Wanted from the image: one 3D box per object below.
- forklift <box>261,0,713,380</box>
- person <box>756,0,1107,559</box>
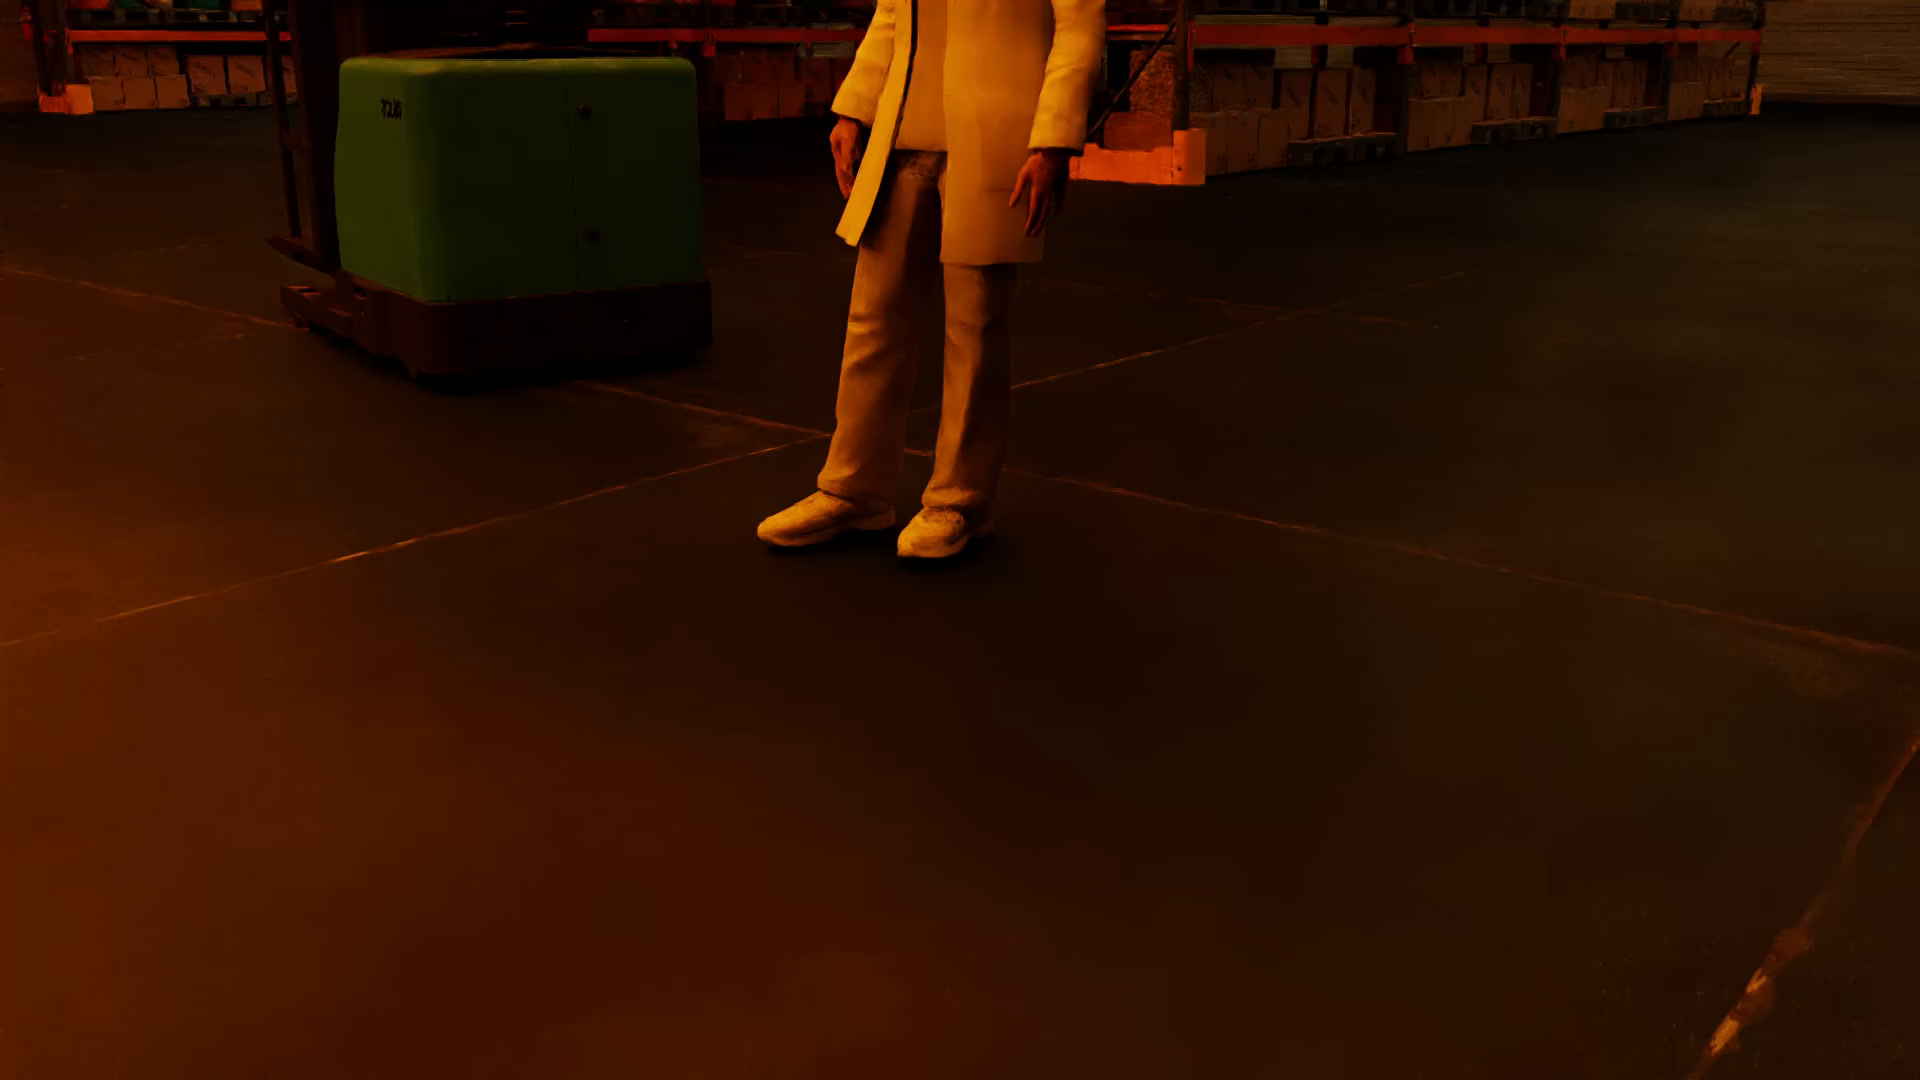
[{"bbox_3d":[-2.150,-2.313,6.516,1.130,2.935,3.031,-11,20,-33],"label":"forklift"},{"bbox_3d":[-0.061,-0.838,3.617,0.694,1.776,0.579,13,21,37],"label":"person"}]
